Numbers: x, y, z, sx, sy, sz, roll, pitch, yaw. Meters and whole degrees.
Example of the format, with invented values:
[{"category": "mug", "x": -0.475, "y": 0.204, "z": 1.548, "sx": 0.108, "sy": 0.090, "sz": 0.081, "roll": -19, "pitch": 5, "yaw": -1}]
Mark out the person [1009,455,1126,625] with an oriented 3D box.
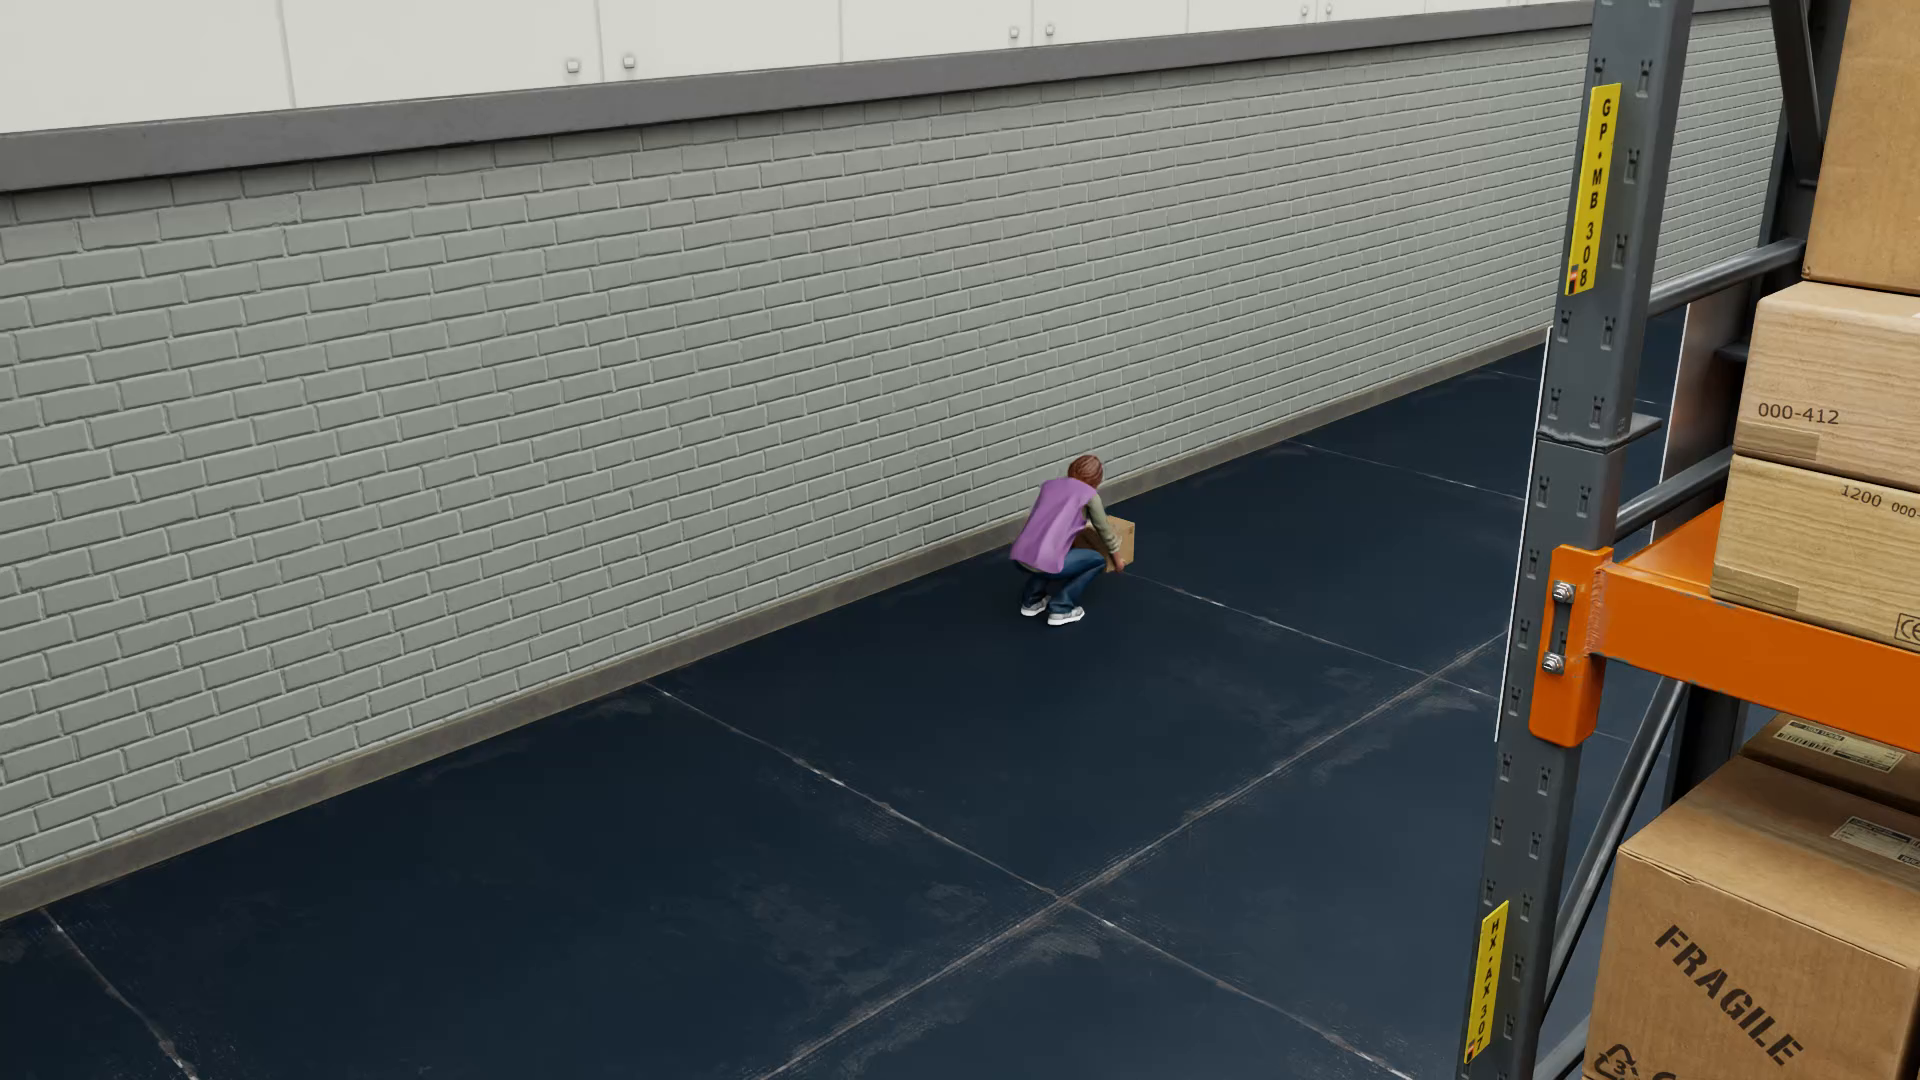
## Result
[{"category": "person", "x": 0.607, "y": -0.006, "z": 9.612, "sx": 0.454, "sy": 0.888, "sz": 0.813, "roll": 19, "pitch": 28, "yaw": 41}]
